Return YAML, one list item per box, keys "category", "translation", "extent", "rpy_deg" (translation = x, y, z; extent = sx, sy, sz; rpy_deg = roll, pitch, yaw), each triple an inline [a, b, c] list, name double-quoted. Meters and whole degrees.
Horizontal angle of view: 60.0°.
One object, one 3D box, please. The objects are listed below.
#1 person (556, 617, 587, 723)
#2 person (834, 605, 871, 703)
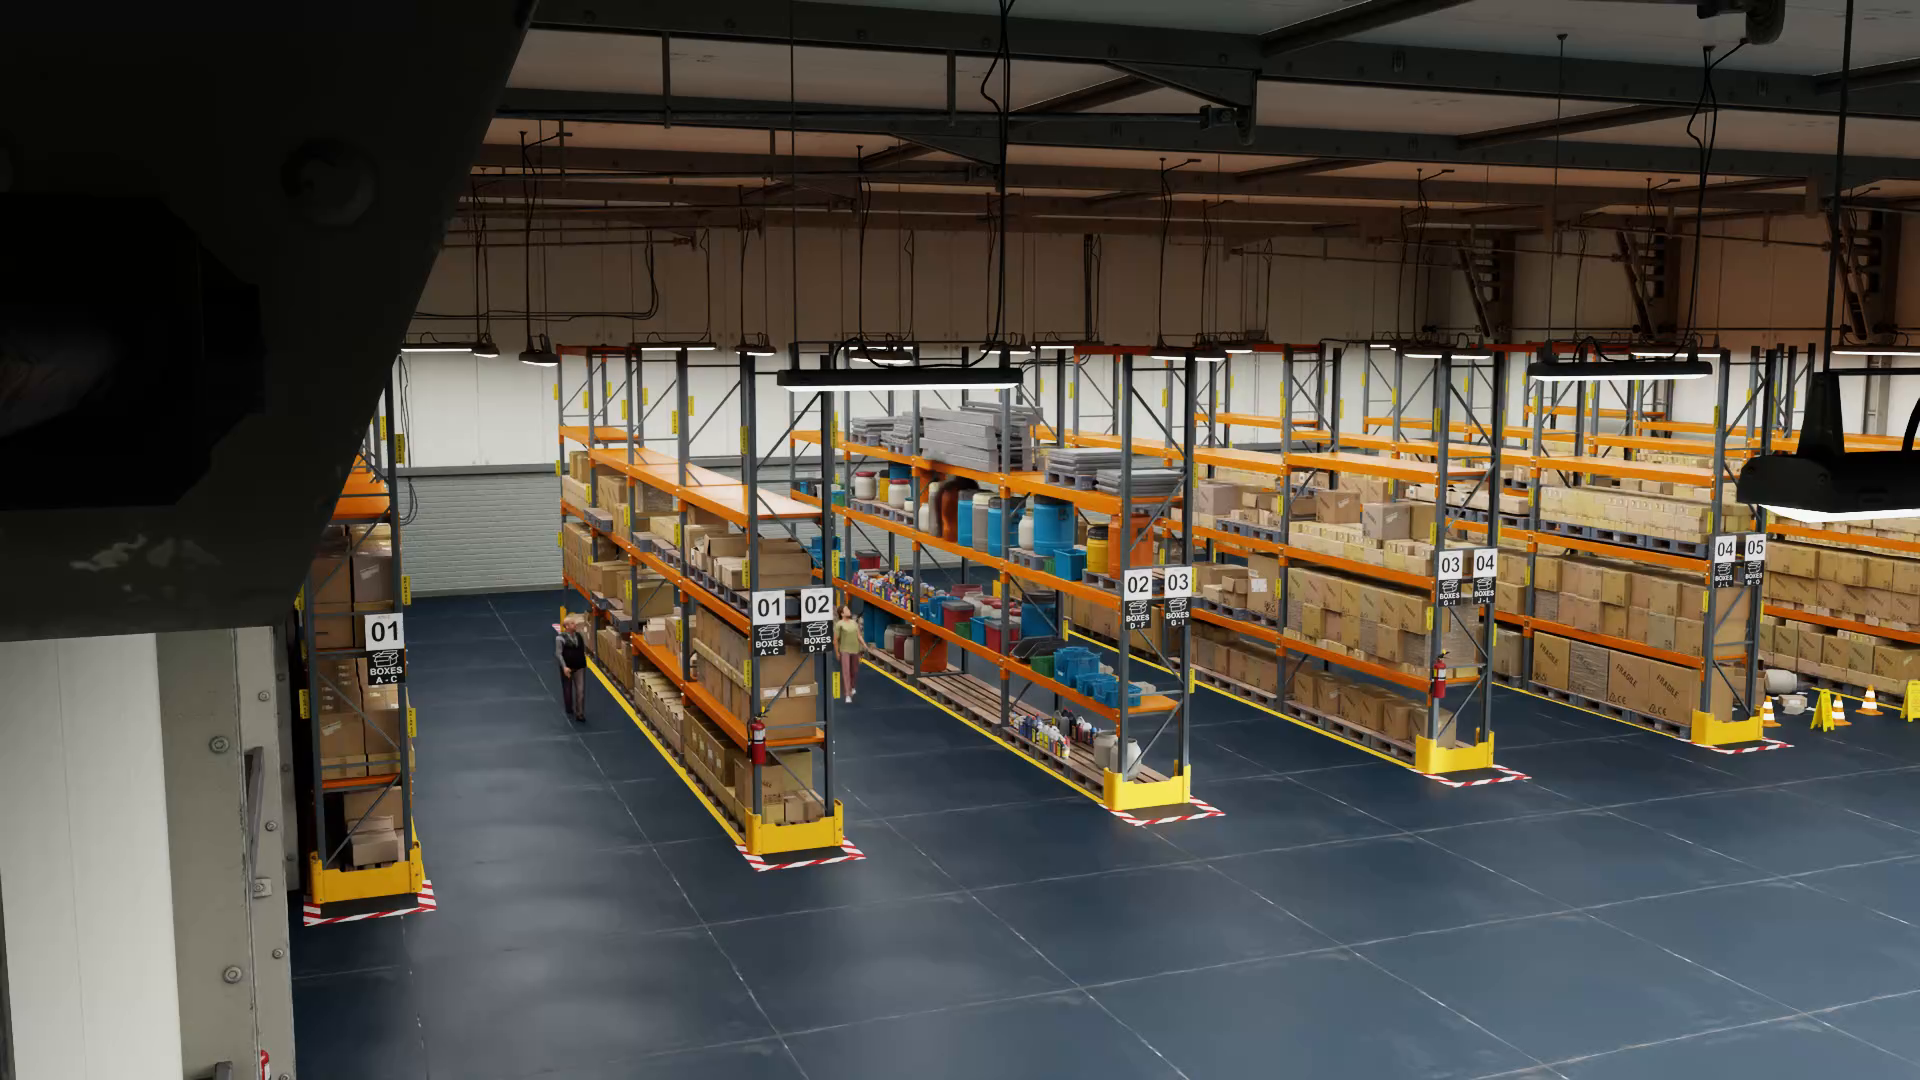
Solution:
- category: "person"
  translation: [-6.287, 2.088, 26.911]
  extent: [0.492, 1.683, 0.998]
  rpy_deg: [-2, 8, -16]
- category: "person"
  translation: [-1.815, 1.882, 27.857]
  extent: [0.604, 1.596, 1.030]
  rpy_deg: [-2, 7, -12]
